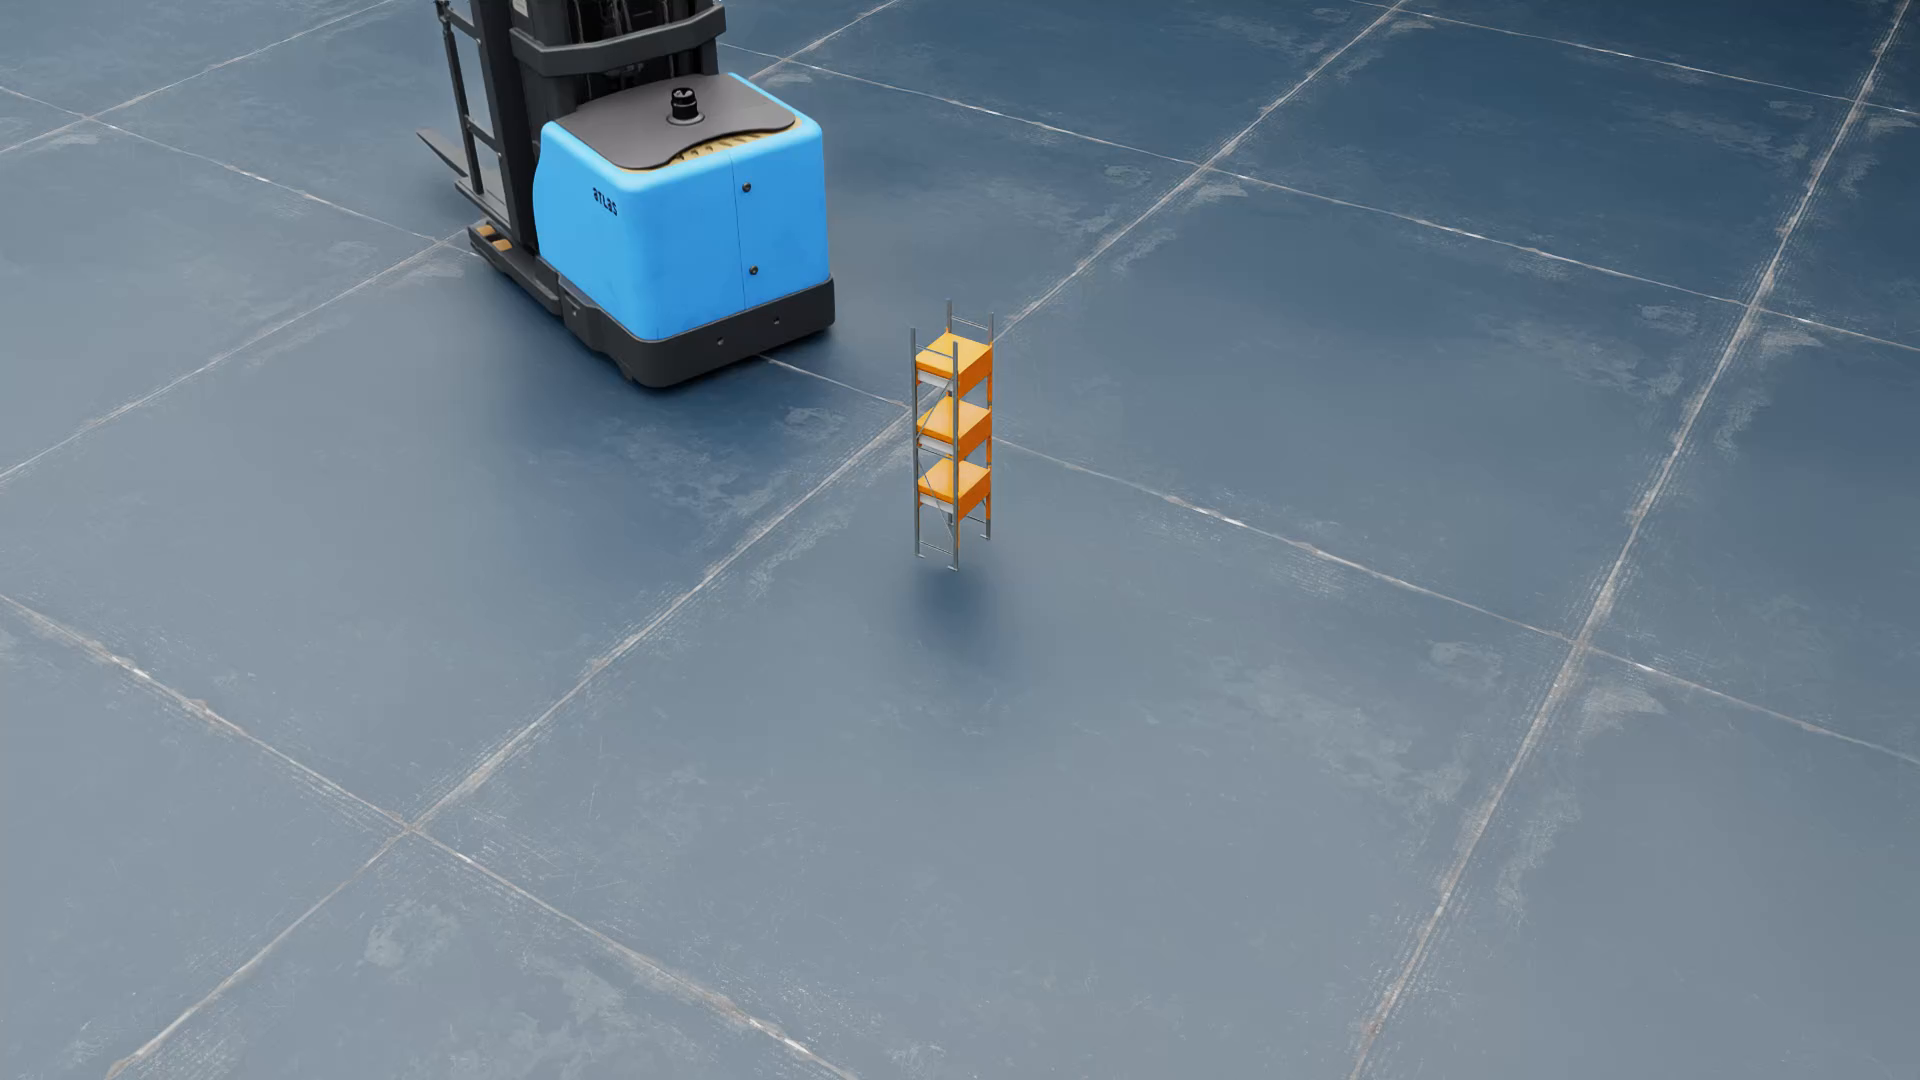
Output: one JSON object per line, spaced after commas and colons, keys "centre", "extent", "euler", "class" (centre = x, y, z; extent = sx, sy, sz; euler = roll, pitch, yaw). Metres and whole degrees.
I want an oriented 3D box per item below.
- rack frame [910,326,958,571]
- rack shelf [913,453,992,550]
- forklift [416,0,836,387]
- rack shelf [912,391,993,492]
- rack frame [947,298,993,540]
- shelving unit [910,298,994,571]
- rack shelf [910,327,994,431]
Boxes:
{"centre": [-0.094, -0.325, 6.312], "extent": [0.200, 1.050, 0.008], "euler": [21, 42, 25], "class": "rack frame"}
{"centre": [-0.029, -0.160, 6.570], "extent": [0.215, 0.259, 0.240], "euler": [21, 42, 25], "class": "rack shelf"}
{"centre": [-1.892, -2.696, 7.847], "extent": [1.130, 2.935, 3.031], "euler": [-25, 44, -29], "class": "forklift"}
{"centre": [-0.029, -0.380, 6.400], "extent": [0.215, 0.259, 0.240], "euler": [21, 42, 25], "class": "rack shelf"}
{"centre": [0.037, -0.451, 6.475], "extent": [0.200, 1.050, 0.008], "euler": [21, 42, 25], "class": "rack frame"}
{"centre": [-0.029, -0.388, 6.394], "extent": [0.215, 1.050, 0.252], "euler": [21, 42, 25], "class": "shelving unit"}
{"centre": [-0.029, -0.605, 6.227], "extent": [0.215, 0.259, 0.240], "euler": [21, 42, 25], "class": "rack shelf"}
